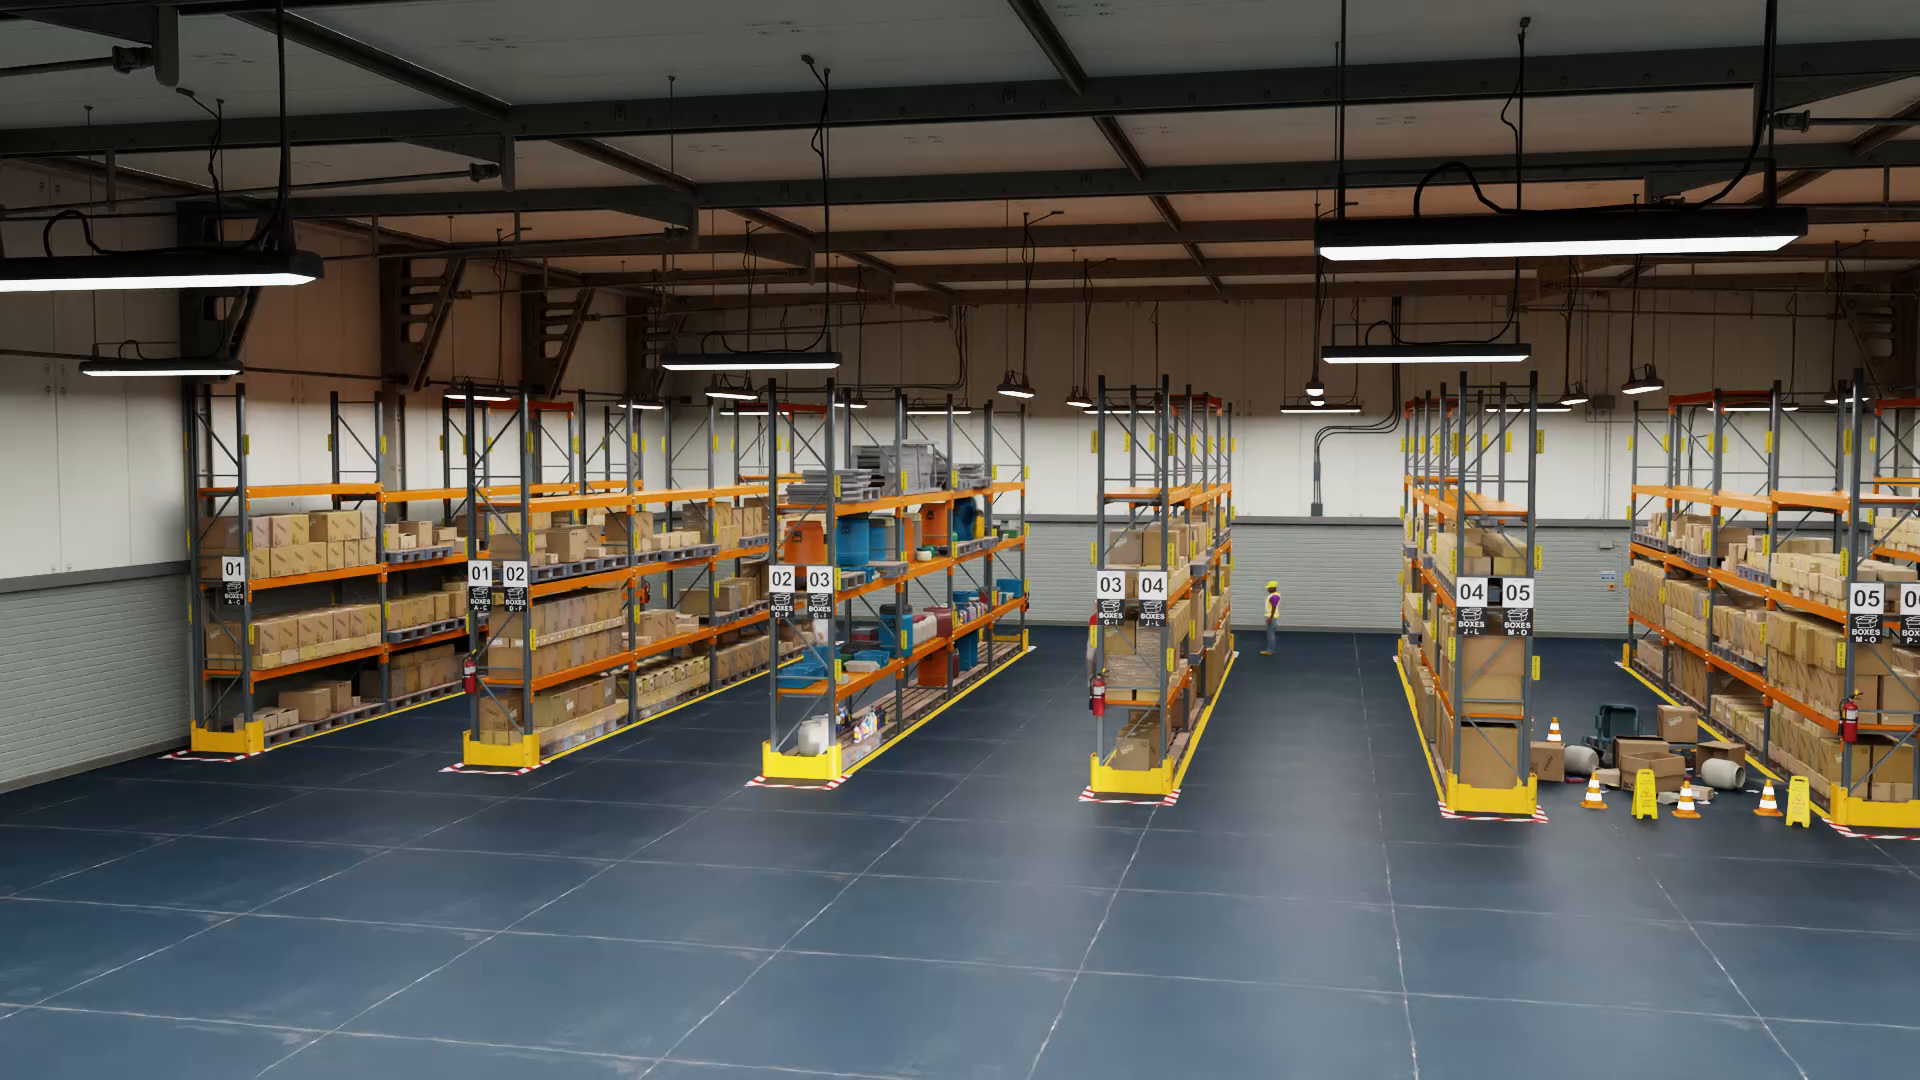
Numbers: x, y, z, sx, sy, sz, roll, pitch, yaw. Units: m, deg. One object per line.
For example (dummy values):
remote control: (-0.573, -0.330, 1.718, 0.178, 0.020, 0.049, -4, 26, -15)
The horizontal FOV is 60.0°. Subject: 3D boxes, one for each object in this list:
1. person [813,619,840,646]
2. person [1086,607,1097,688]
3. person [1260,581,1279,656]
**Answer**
person: (-2.956, 2.042, 36.554, 0.637, 1.790, 0.619, 0, 3, -8)
person: (2.900, 2.191, 34.712, 0.533, 1.712, 0.995, 1, 3, 12)
person: (7.389, 1.854, 39.669, 0.435, 1.774, 0.581, 0, 3, 7)
